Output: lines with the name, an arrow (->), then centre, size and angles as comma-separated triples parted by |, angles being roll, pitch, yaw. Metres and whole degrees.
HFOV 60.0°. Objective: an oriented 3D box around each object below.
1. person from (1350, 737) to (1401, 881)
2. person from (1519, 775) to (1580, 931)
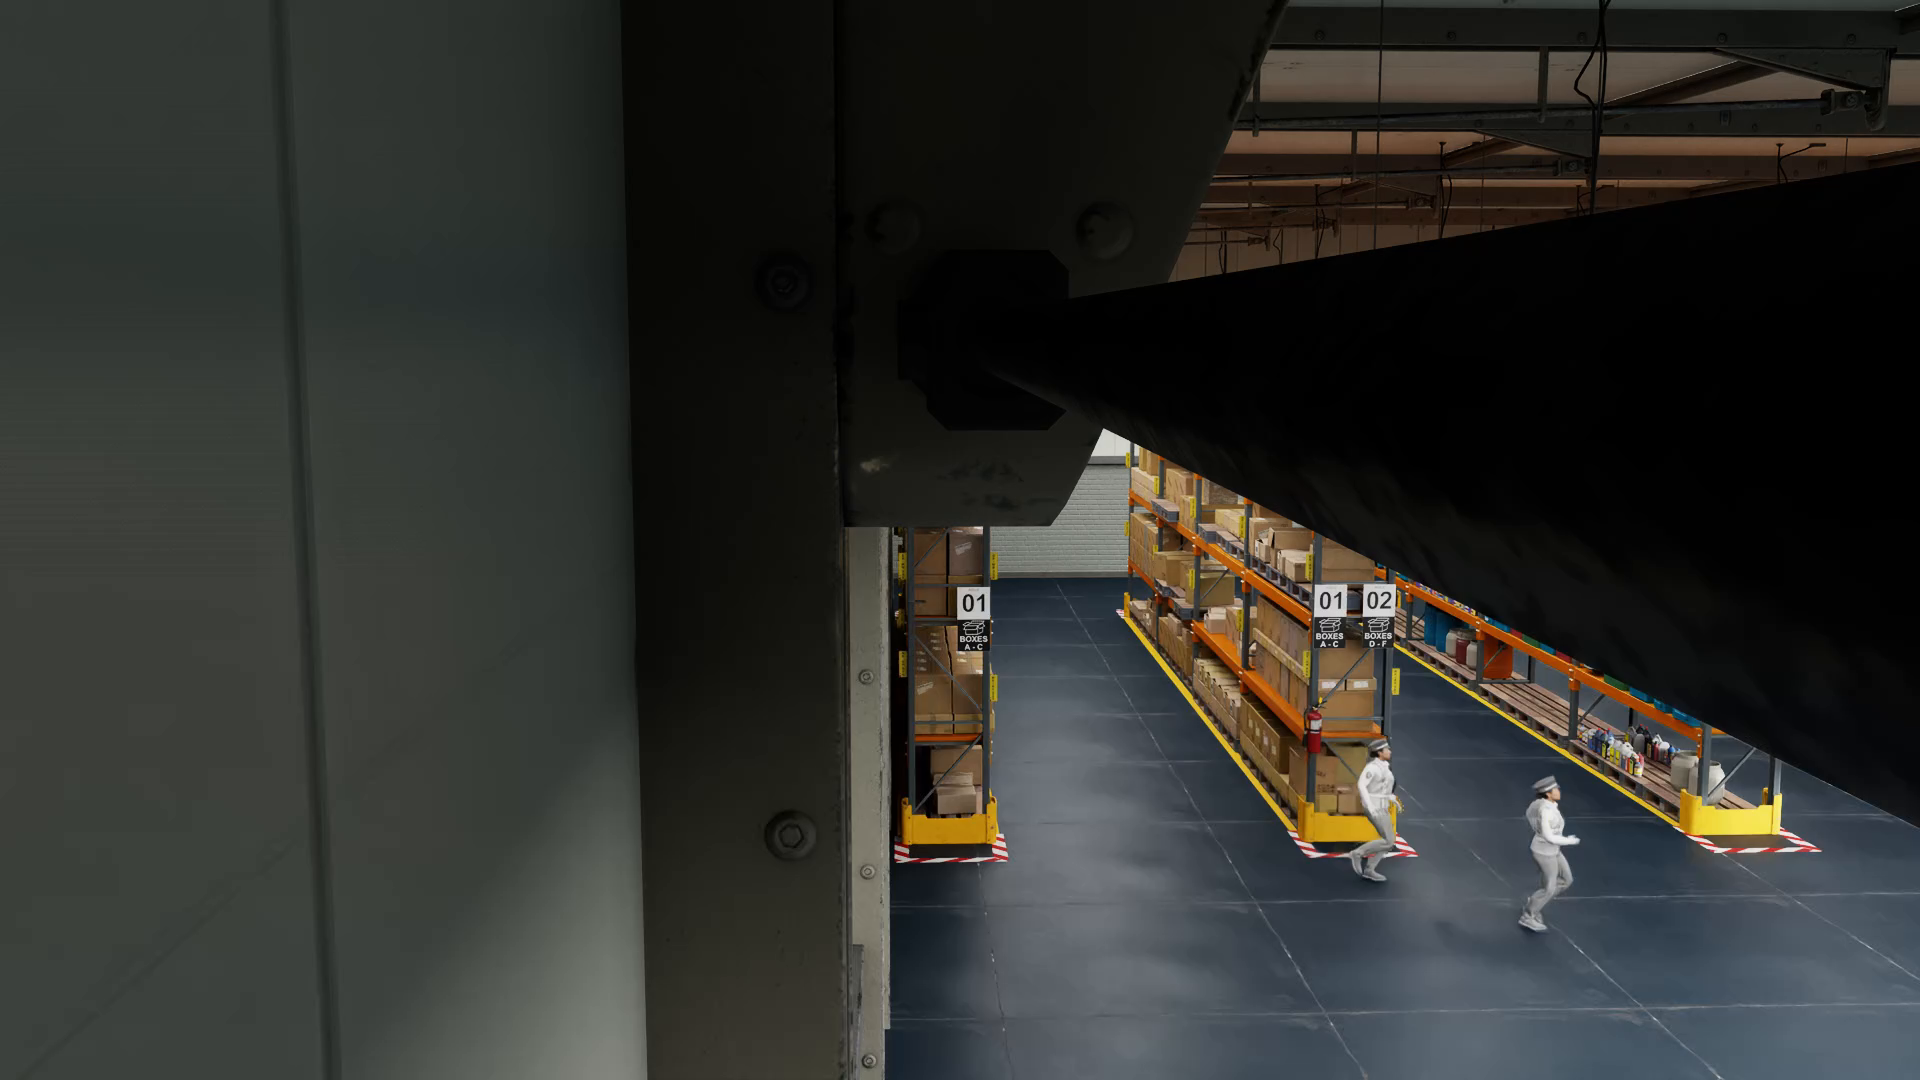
person -> 4.816, 3.075, 19.170 | 0.507, 1.627, 0.645 | 4, 8, 26
person -> 6.183, 3.272, 17.418 | 0.562, 1.668, 0.671 | 2, 8, 17
